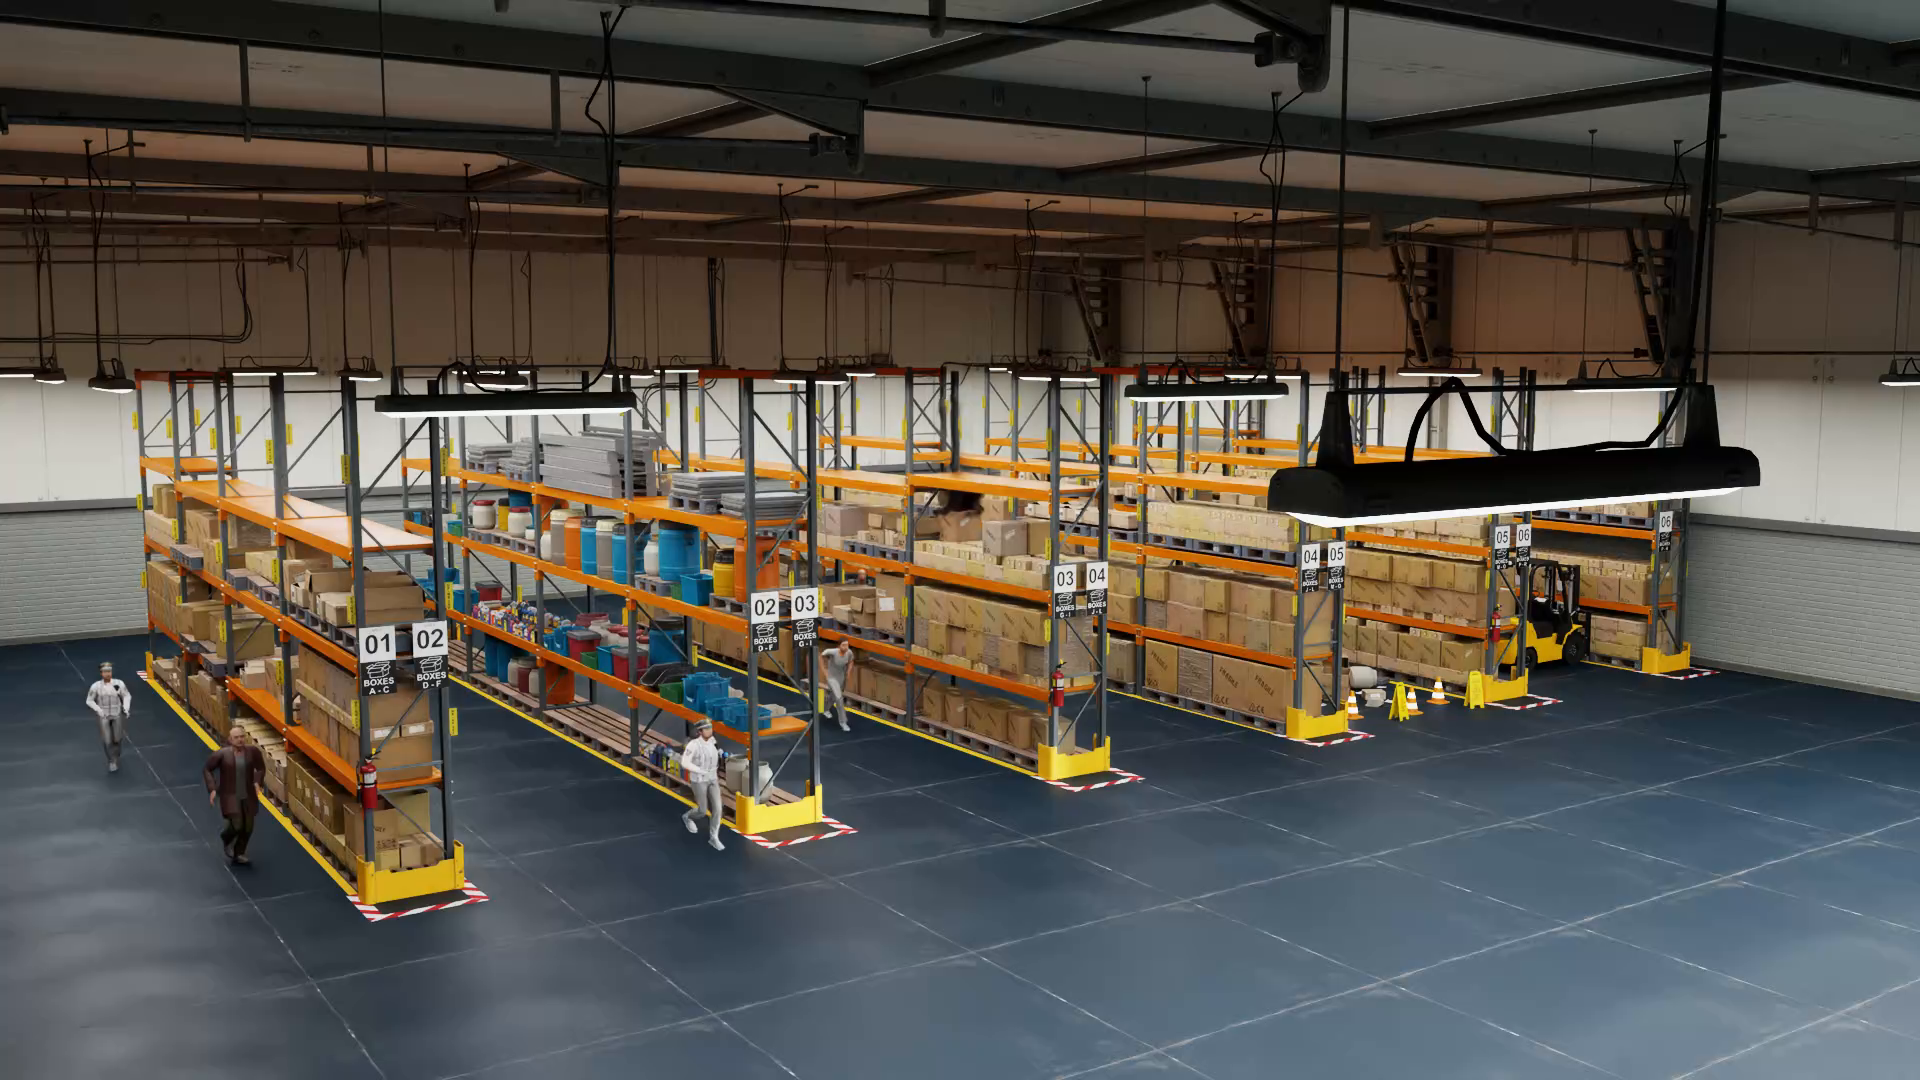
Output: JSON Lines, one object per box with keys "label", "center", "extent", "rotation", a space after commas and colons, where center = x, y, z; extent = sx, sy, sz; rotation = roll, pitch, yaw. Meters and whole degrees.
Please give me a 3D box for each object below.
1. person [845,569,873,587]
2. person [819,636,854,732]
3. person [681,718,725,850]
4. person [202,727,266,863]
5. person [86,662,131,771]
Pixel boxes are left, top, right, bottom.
{"label": "person", "center": [-2.200, 1.454, 35.840], "extent": [0.649, 1.708, 0.934], "rotation": [-5, 8, -35]}
{"label": "person", "center": [-2.138, 2.386, 28.160], "extent": [0.602, 1.625, 1.003], "rotation": [-3, 7, -28]}
{"label": "person", "center": [-3.313, 3.108, 21.410], "extent": [0.656, 1.702, 0.779], "rotation": [-6, 9, -44]}
{"label": "person", "center": [-8.884, 3.160, 20.485], "extent": [0.700, 1.722, 0.671], "rotation": [-5, 8, -40]}
{"label": "person", "center": [-12.934, 2.670, 25.297], "extent": [0.616, 1.659, 0.531], "rotation": [-4, 7, -30]}
